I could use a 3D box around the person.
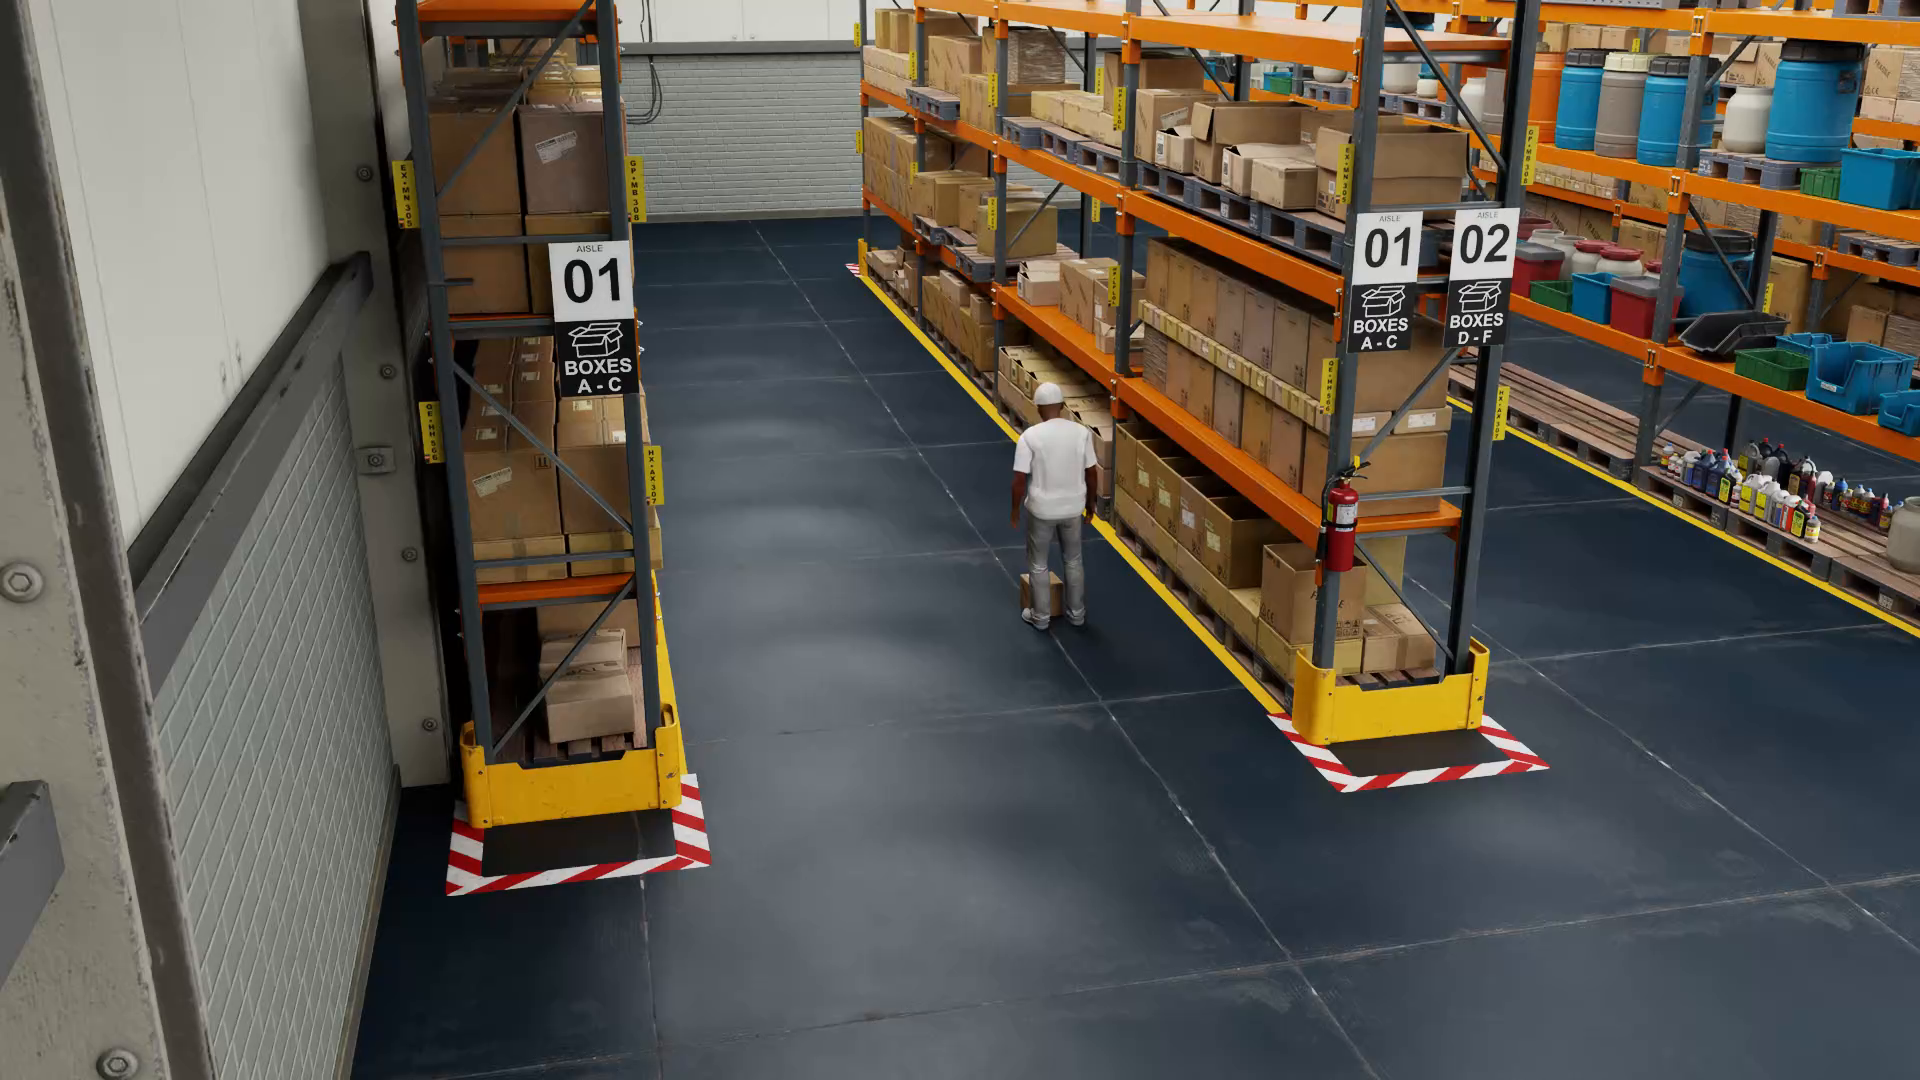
[{"bbox_3d":[0.657,-0.240,11.721,0.633,1.760,0.463,-5,20,-13],"label":"person"}]
